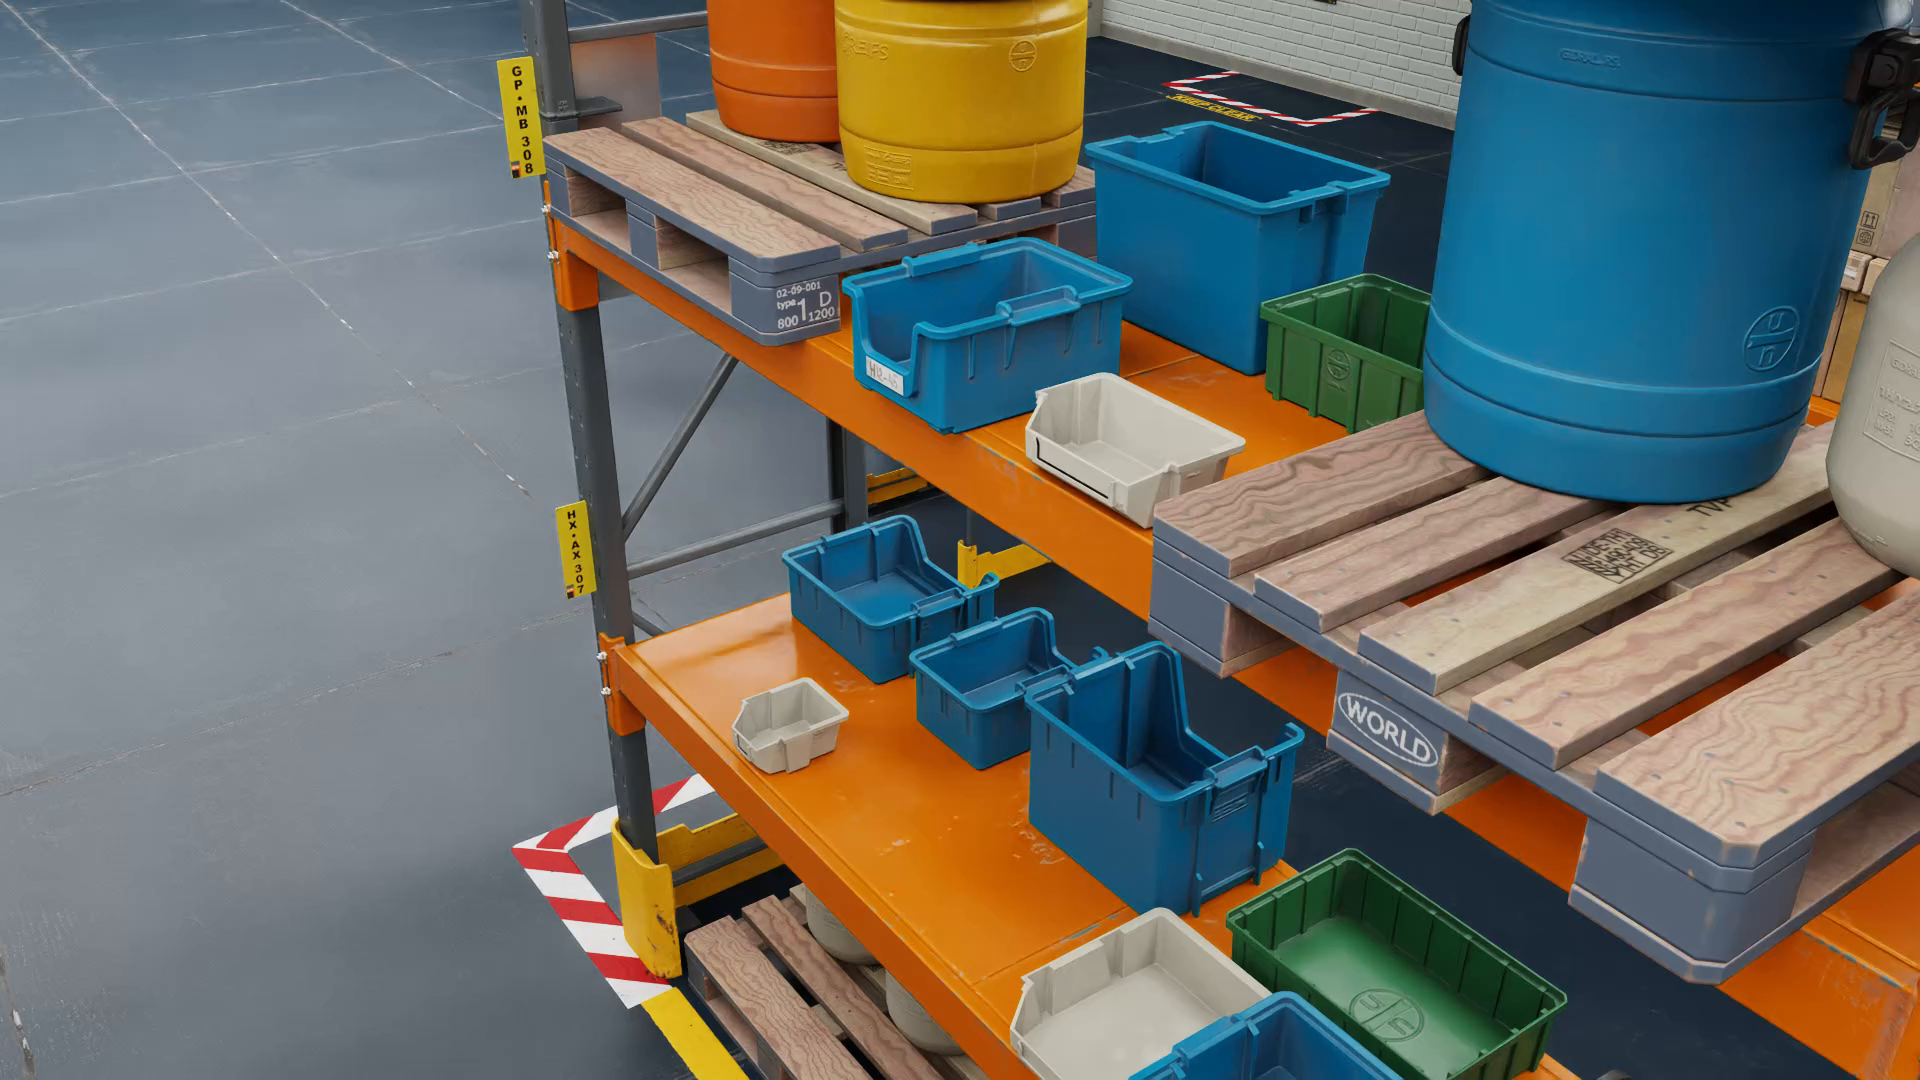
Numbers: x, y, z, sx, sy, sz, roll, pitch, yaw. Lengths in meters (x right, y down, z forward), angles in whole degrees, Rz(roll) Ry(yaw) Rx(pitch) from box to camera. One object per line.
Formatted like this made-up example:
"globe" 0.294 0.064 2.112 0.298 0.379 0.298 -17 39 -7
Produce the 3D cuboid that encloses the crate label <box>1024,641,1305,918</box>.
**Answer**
"crate label" 0.526 0.629 4.412 0.502 0.435 0.616 -19 34 -31

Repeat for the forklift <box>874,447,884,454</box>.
"forklift" 0.047 -2.432 10.157 1.130 2.935 3.031 0 29 1

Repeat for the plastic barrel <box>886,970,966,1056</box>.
"plastic barrel" -0.027 1.342 5.302 0.421 0.512 0.421 0 29 0

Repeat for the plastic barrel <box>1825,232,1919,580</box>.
"plastic barrel" 1.468 -0.215 2.302 0.421 0.512 0.421 0 29 0

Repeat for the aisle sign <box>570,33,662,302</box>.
"aisle sign" -1.042 -1.085 4.882 0.394 0.787 0.004 -19 34 -31

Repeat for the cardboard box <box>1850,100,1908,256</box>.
"cardboard box" 3.876 -1.571 7.036 0.700 0.500 0.500 -20 34 -32

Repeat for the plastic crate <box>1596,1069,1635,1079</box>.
"plastic crate" 1.358 1.347 3.191 0.767 0.338 0.504 -19 34 -31

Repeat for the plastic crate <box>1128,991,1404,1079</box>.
"plastic crate" 0.695 1.269 3.426 0.499 0.251 0.616 -19 34 -31

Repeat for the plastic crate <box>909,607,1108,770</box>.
"plastic crate" 0.144 0.435 4.962 0.499 0.251 0.408 -19 34 -31

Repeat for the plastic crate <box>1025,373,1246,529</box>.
"plastic crate" 0.298 -0.155 3.026 0.243 0.136 0.396 -19 34 -31

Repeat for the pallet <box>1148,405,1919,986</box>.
"pallet" 1.060 0.070 2.532 1.213 0.211 1.003 -19 34 -31

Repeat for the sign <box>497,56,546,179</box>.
"sign" -1.213 -1.168 4.605 0.100 0.325 0.005 -19 34 -31

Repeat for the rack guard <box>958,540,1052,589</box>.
"rack guard" 0.245 0.054 8.388 0.587 0.250 0.087 -19 34 -31

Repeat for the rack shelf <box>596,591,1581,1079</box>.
"rack shelf" 0.398 1.098 4.340 1.077 0.370 4.000 -19 34 -31

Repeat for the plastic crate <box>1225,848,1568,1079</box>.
"plastic crate" 1.001 1.046 3.903 0.450 0.188 0.662 -19 34 -31

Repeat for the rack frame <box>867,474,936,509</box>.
"rack frame" -0.344 -0.890 8.817 0.500 1.500 0.032 -19 34 -31

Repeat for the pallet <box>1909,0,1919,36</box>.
"pallet" 3.664 -2.363 6.908 1.003 0.211 1.213 -19 34 -31

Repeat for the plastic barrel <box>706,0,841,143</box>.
"plastic barrel" -0.377 -1.534 4.398 0.600 0.830 0.708 -19 34 -31

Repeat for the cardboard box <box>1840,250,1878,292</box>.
"cardboard box" 3.771 -1.185 7.004 0.380 0.149 0.250 -19 34 -31

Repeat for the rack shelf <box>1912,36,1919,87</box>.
"rack shelf" 4.435 -1.590 6.146 1.077 0.370 4.000 -19 34 -31

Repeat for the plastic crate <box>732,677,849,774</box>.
"plastic crate" -0.505 0.557 4.858 0.298 0.136 0.250 -19 34 -31

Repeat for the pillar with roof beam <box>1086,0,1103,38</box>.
"pillar with roof beam" -2.049 -8.816 15.553 9.100 9.000 0.400 -19 34 -31

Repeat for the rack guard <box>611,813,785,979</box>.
"rack guard" -0.680 1.119 6.166 1.175 0.500 0.348 -19 34 -31

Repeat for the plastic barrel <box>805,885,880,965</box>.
"plastic barrel" -0.318 1.147 5.661 0.421 0.512 0.421 0 29 0

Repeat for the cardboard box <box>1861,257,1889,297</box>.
"cardboard box" 3.927 -1.082 6.815 0.380 0.149 0.250 -20 34 -32

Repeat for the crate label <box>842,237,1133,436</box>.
"crate label" 0.055 -0.430 3.411 0.502 0.251 0.408 -19 34 -31

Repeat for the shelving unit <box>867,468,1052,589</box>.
"shelving unit" -0.044 -0.689 8.447 0.587 1.500 1.083 -19 34 -31

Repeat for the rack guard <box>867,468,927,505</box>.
"rack guard" -0.333 -0.333 9.101 0.587 0.250 0.087 -19 34 -31

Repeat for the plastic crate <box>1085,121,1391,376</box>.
"plastic crate" 0.589 -0.649 3.676 0.392 0.384 0.575 -19 34 -31

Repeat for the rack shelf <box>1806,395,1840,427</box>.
"rack shelf" 4.435 -0.272 6.862 1.077 0.370 4.000 -19 34 -31

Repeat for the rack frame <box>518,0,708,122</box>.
"rack frame" -0.762 -2.632 4.168 1.000 3.000 0.127 -19 34 -31

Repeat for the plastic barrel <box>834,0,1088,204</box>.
"plastic barrel" 0.003 -1.173 3.988 0.600 0.588 0.600 0 29 0

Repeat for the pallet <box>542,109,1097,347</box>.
"pallet" -0.362 -0.883 4.287 1.003 0.211 1.213 -19 34 -31

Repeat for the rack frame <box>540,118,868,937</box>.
"rack frame" -0.762 0.004 5.600 1.000 3.000 0.127 -19 34 -31

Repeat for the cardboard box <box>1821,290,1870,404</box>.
"cardboard box" 4.127 -0.827 7.026 0.700 0.500 0.500 -19 34 -30

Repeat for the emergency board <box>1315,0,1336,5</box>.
"emergency board" 3.546 -6.018 16.689 0.157 1.169 0.626 -19 34 -31

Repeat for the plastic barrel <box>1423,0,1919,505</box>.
"plastic barrel" 1.068 -0.581 2.568 0.600 0.901 0.708 -19 34 -31

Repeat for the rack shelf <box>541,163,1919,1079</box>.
"rack shelf" 0.398 -0.221 3.624 1.077 0.370 4.000 -19 34 -31

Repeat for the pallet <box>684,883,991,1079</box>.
"pallet" -0.213 1.563 5.651 1.003 0.211 1.213 -19 34 -31

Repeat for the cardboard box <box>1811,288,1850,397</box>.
"cardboard box" 3.844 -1.022 7.384 0.700 0.500 0.500 -18 33 -29

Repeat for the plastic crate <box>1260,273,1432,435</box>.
"plastic crate" 0.865 -0.355 3.339 0.336 0.188 0.450 -19 34 -31

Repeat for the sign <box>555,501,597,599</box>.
"sign" -1.213 0.033 5.256 0.100 0.325 0.005 -19 34 -31

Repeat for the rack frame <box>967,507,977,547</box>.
"rack frame" 0.245 -0.495 8.089 0.500 1.500 0.032 -19 34 -31

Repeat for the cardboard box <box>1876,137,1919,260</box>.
"cardboard box" 4.169 -1.376 6.676 0.700 0.500 0.500 -19 34 -30

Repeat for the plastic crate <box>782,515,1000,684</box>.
"plastic crate" -0.228 0.181 5.430 0.499 0.251 0.616 -19 34 -31

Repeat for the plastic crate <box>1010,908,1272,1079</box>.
"plastic crate" 0.410 1.114 3.833 0.530 0.136 0.437 -19 34 -31
